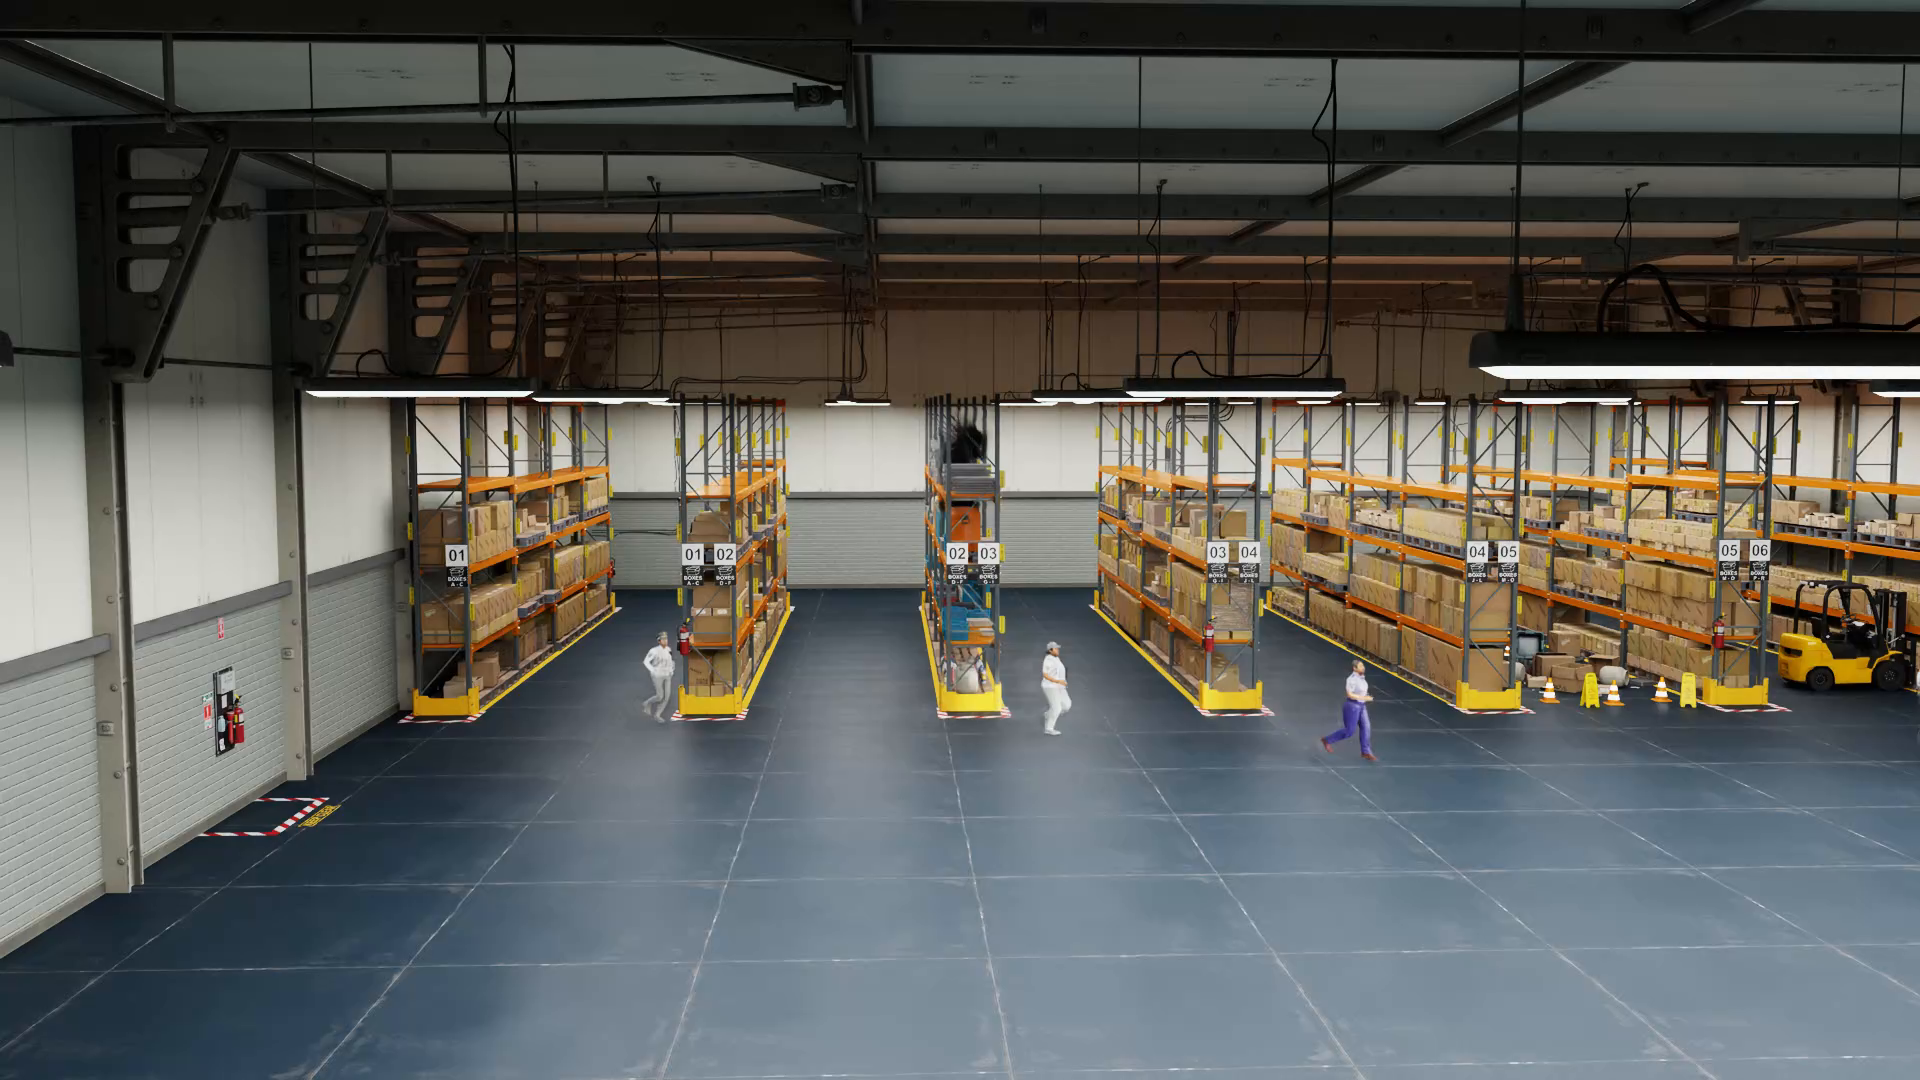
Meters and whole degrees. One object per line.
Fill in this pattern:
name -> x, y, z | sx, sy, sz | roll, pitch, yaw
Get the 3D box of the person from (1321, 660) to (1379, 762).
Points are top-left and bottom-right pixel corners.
person -> 6.406, 2.774, 27.165 | 0.914, 1.645, 0.615 | 3, 5, 32

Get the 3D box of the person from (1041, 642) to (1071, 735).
person -> 1.677, 2.606, 29.279 | 0.553, 1.629, 0.648 | 2, 5, 28

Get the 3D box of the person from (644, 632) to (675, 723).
person -> -5.493, 2.498, 30.495 | 0.512, 1.656, 0.643 | 4, 6, 44
